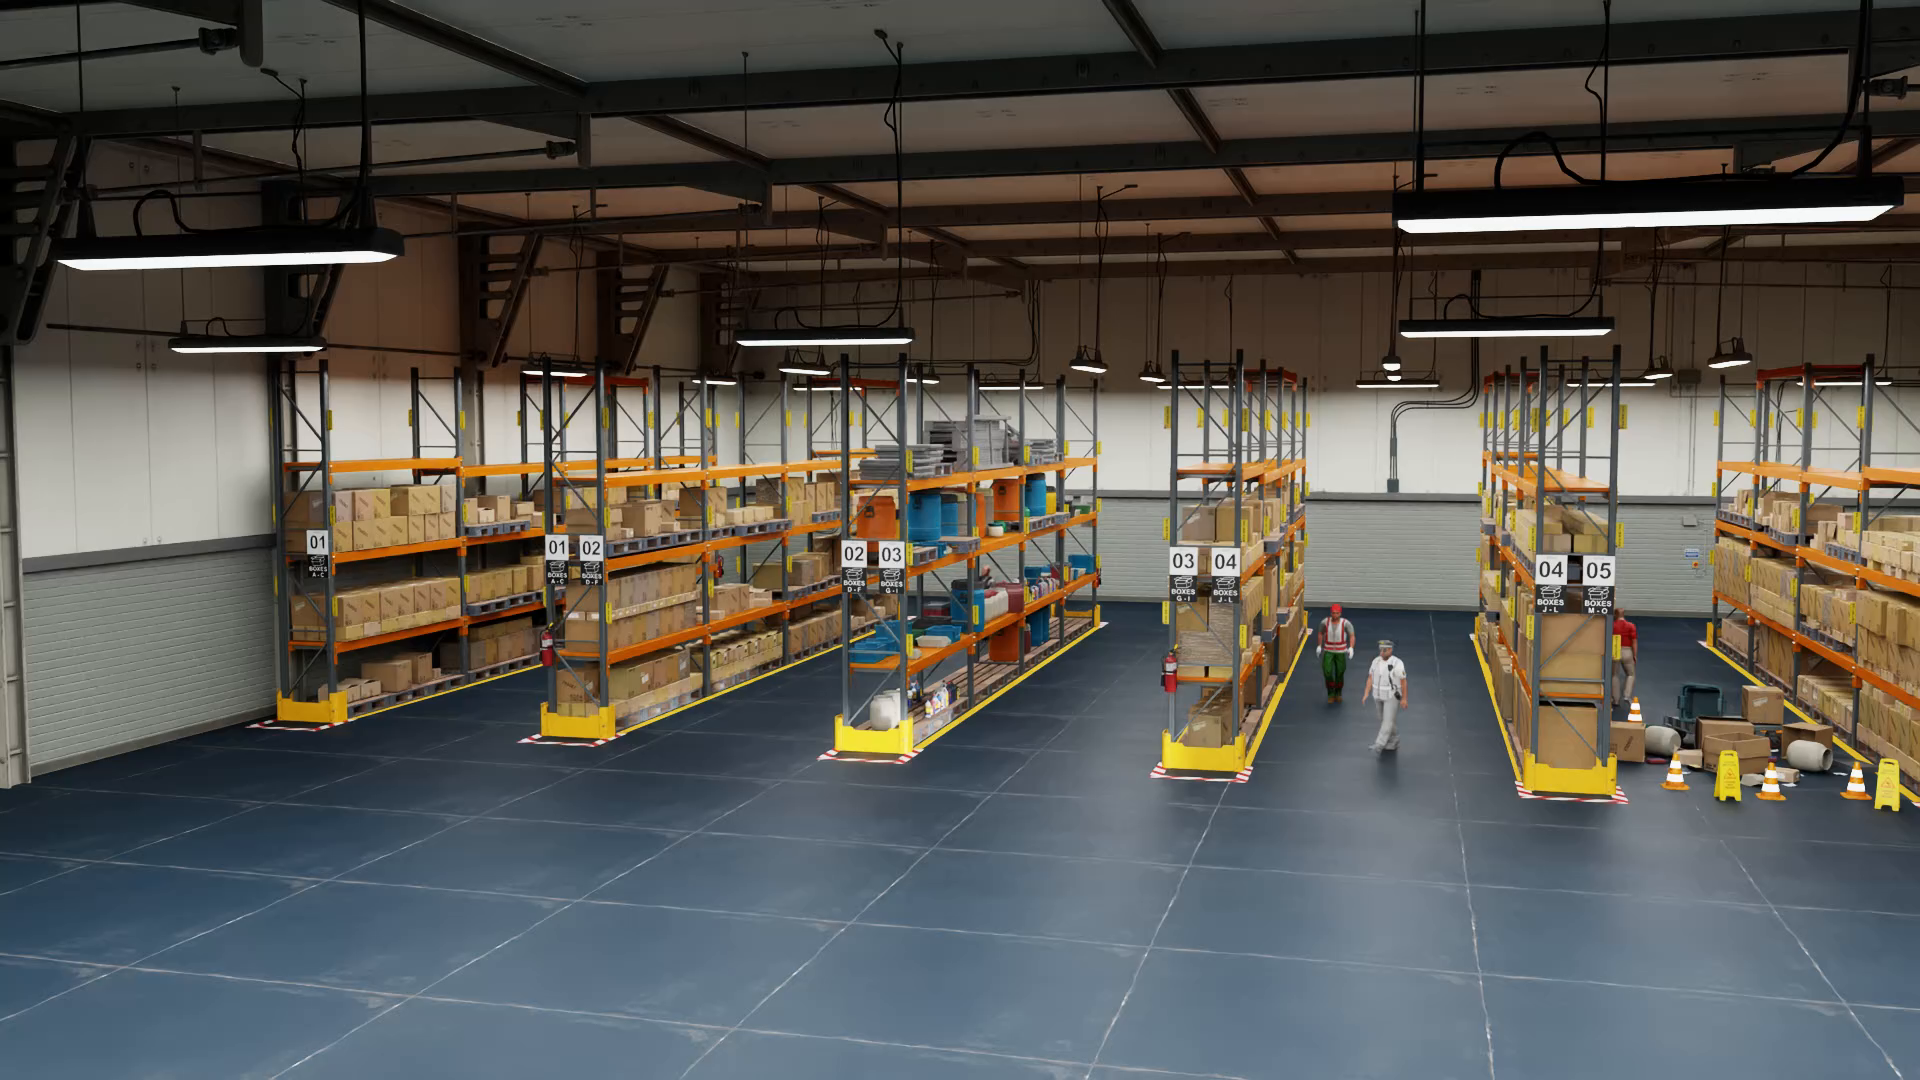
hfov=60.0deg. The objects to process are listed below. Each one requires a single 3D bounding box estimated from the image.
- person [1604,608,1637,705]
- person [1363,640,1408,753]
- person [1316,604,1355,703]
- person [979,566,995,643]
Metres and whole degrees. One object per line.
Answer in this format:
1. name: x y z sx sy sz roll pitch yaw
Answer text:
1. person: 11.599 2.048 29.183 0.579 1.723 0.565 1 4 15
2. person: 6.325 2.343 24.903 1.093 1.698 0.562 -3 5 -39
3. person: 6.672 2.035 29.572 0.685 1.834 0.579 1 4 19
4. person: 0.522 1.455 37.576 0.544 1.756 0.591 -3 5 -39
